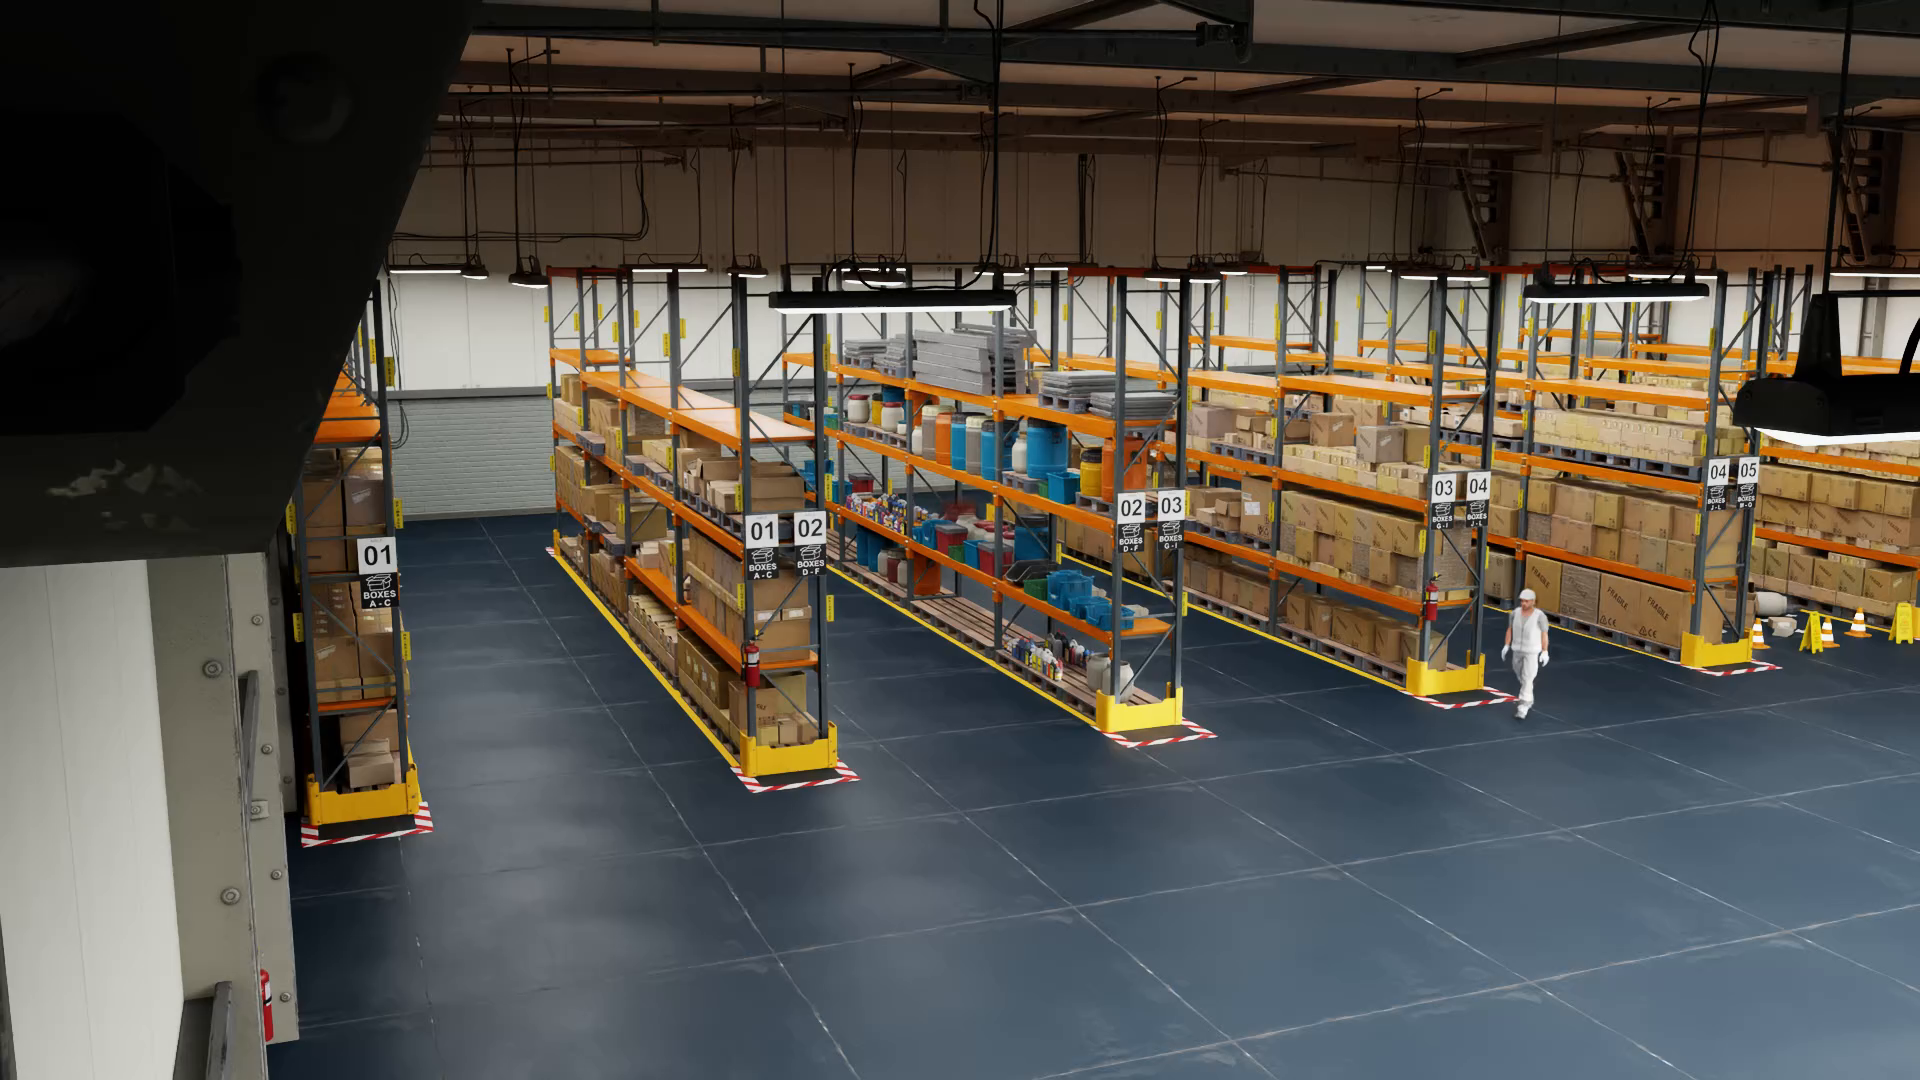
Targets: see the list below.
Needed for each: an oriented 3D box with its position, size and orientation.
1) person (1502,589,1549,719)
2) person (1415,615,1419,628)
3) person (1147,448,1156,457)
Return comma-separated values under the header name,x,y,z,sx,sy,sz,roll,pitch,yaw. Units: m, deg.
name,x,y,z,sx,sy,sz,roll,pitch,yaw
person,7.751,1.538,22.811,0.889,1.773,0.543,-9,13,-42
person,7.621,0.860,27.114,0.432,1.552,0.903,-1,10,-7
person,4.608,-1.584,40.760,0.954,1.715,0.561,-9,13,-41
